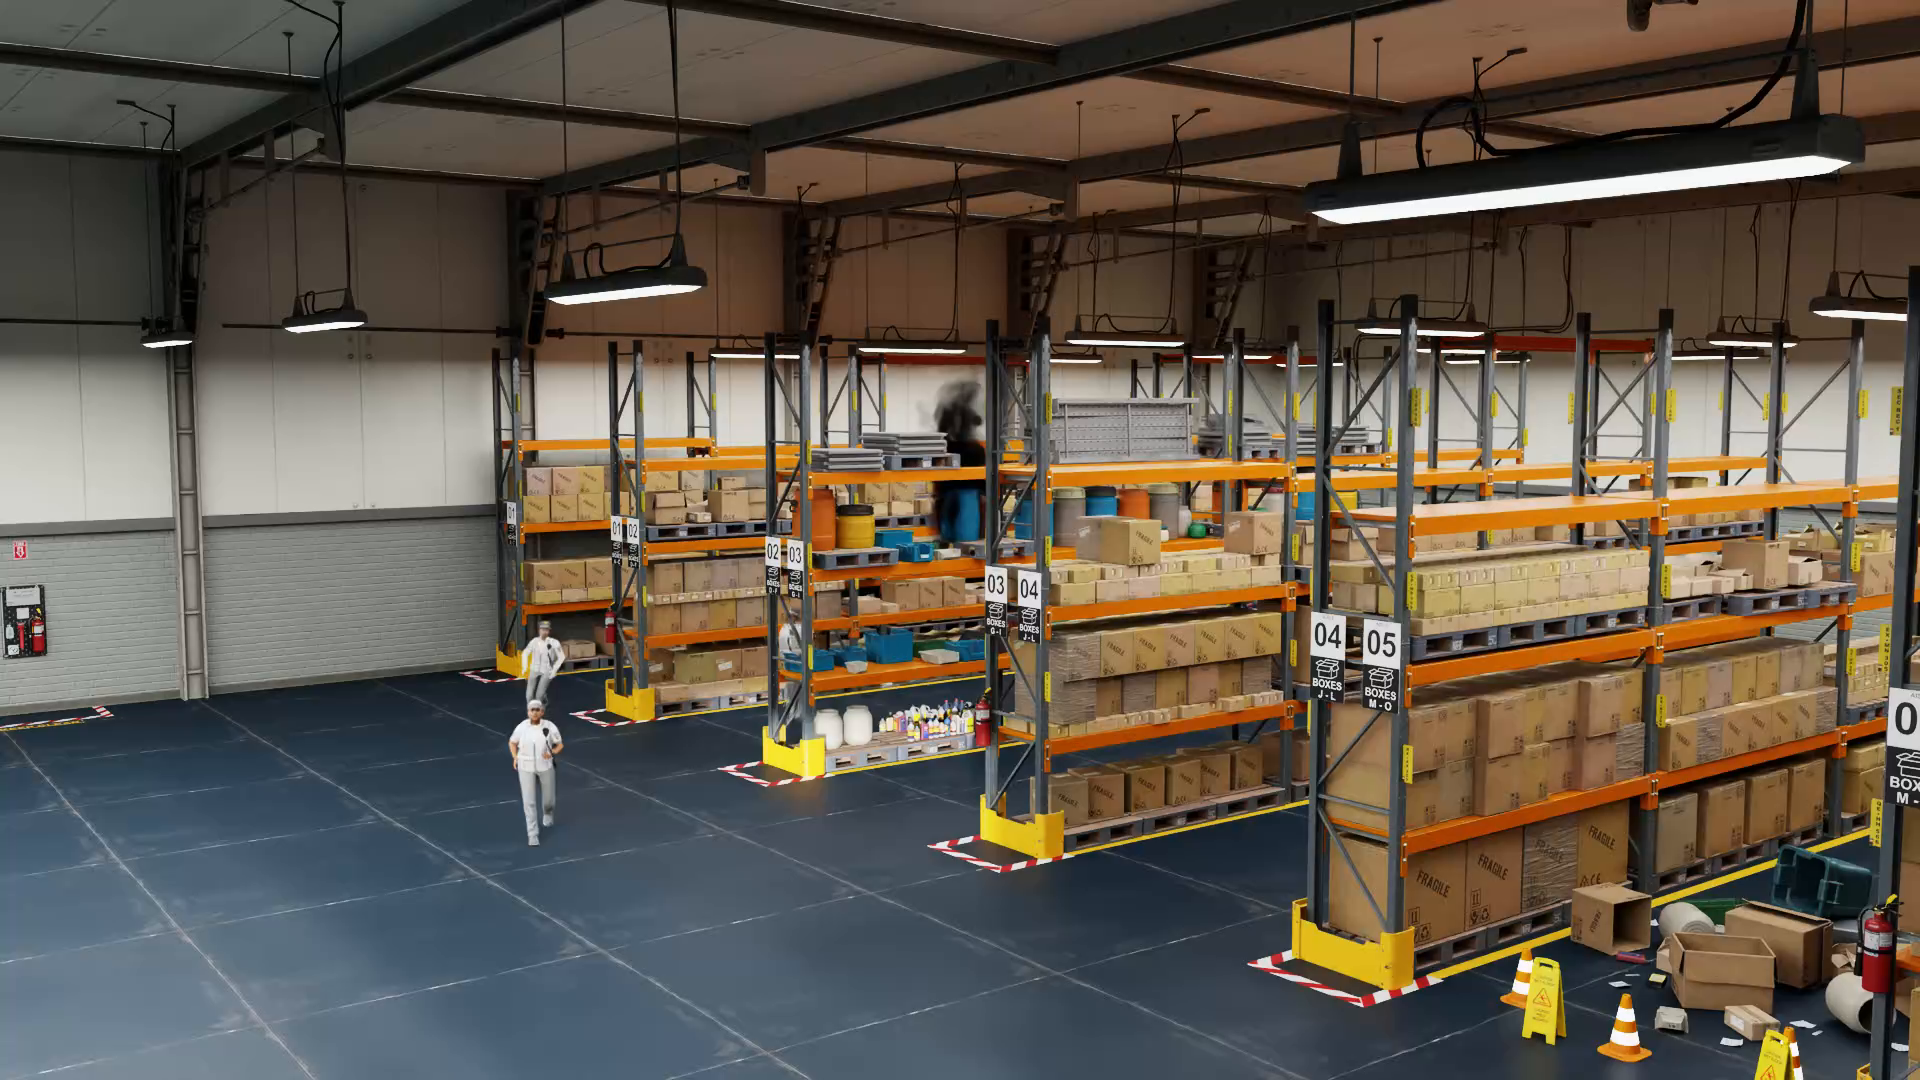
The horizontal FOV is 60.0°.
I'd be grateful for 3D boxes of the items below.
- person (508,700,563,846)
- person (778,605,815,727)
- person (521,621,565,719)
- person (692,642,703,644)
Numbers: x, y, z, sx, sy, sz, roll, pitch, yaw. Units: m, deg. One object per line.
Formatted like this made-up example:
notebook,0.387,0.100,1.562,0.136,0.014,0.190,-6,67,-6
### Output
person,-4.914,2.658,19.279,0.620,1.633,0.803,-1,5,-13
person,-2.523,1.869,24.796,0.690,1.804,0.556,-4,7,-41
person,-6.556,2.077,26.121,0.665,1.649,0.515,0,5,4
person,-4.568,1.789,29.198,0.879,1.597,0.540,-5,7,-45
